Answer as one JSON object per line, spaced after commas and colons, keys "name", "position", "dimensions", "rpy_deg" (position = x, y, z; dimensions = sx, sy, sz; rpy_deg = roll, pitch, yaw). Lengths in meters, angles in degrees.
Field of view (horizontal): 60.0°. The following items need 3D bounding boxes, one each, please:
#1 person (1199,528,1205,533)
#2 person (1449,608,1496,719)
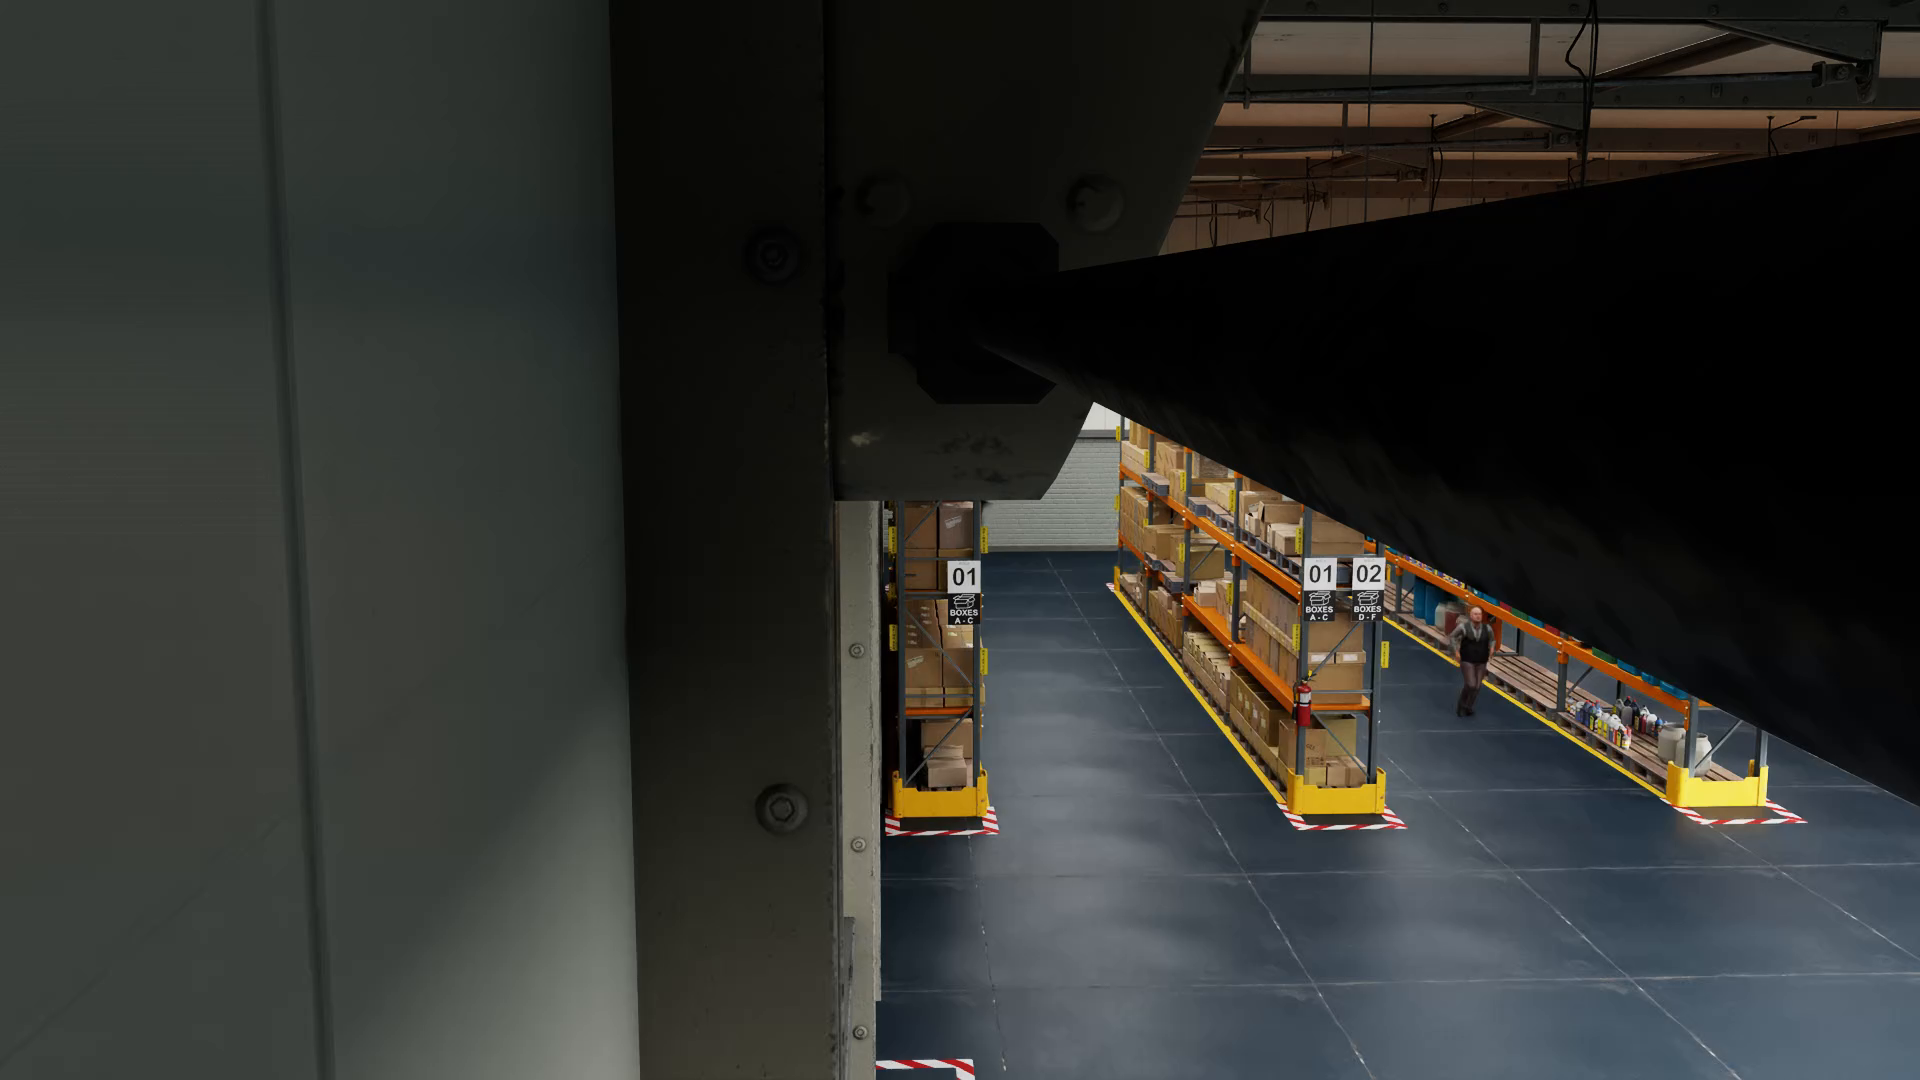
{"name": "person", "position": [5.355, 0.155, 37.105], "dimensions": [0.576, 1.694, 0.742], "rpy_deg": [5, 10, 33]}
{"name": "person", "position": [7.803, 1.869, 25.203], "dimensions": [0.661, 1.708, 0.677], "rpy_deg": [-1, 8, -4]}
